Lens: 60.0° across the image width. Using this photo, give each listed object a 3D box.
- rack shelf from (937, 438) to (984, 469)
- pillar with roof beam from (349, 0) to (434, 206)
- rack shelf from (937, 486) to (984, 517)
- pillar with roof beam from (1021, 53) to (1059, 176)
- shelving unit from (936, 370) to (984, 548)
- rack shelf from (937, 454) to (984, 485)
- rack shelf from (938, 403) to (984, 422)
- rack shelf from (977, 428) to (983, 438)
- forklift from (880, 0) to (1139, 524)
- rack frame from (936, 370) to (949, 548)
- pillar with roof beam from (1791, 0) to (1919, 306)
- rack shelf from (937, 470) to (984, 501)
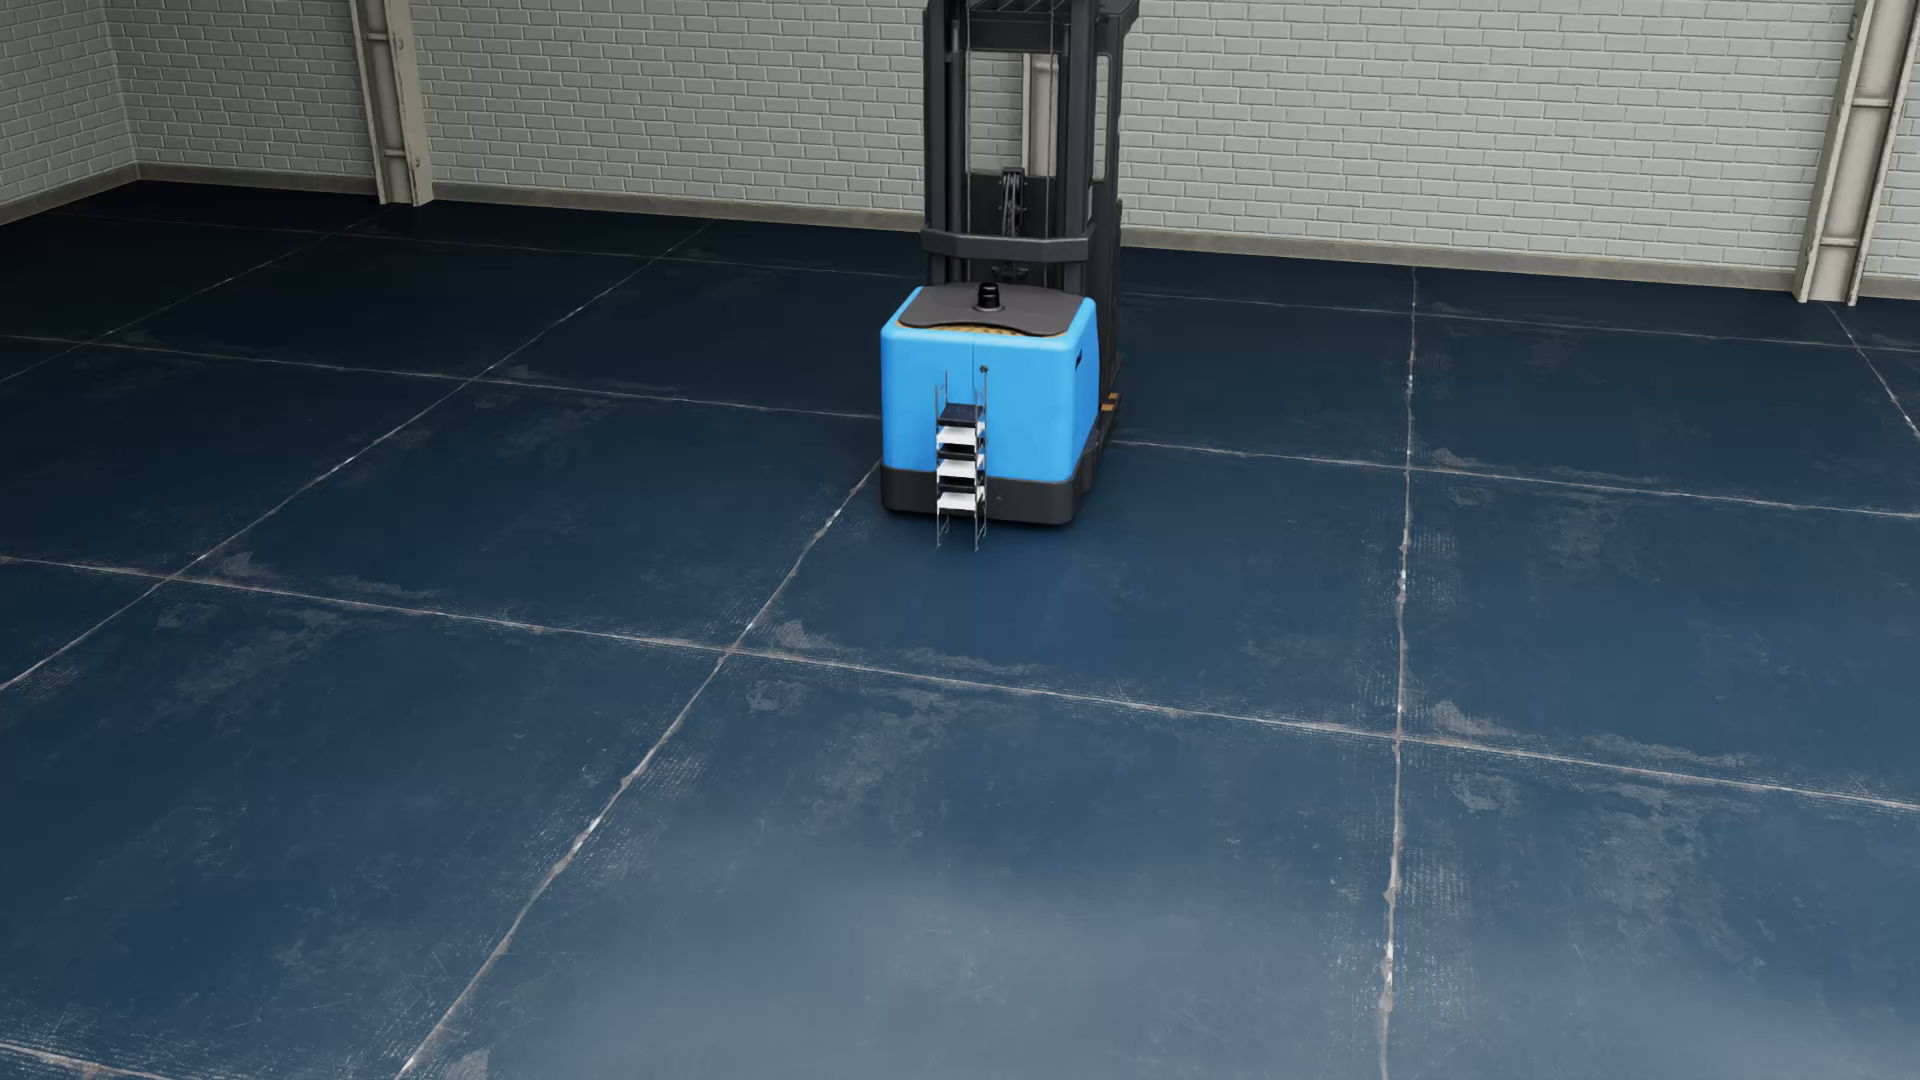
[{"bbox_3d":[0.008,-0.454,8.525,0.200,0.077,0.258,5,26,12],"label":"rack shelf"},{"bbox_3d":[-6.155,-5.390,9.603,0.400,9.000,9.100,6,26,13],"label":"pillar with roof beam"},{"bbox_3d":[0.009,-0.211,8.641,0.200,0.077,0.258,5,26,12],"label":"rack shelf"},{"bbox_3d":[-0.344,-4.748,8.253,0.400,9.000,9.100,6,26,13],"label":"pillar with roof beam"},{"bbox_3d":[0.006,-0.404,8.550,0.205,0.900,0.258,5,26,12],"label":"shelving unit"},{"bbox_3d":[0.008,-0.373,8.564,0.200,0.077,0.258,5,26,12],"label":"rack shelf"},{"bbox_3d":[0.007,-0.635,8.439,0.190,0.026,0.221,5,26,12],"label":"rack shelf"},{"bbox_3d":[0.008,-0.549,8.480,0.184,0.015,0.199,5,26,12],"label":"rack shelf"},{"bbox_3d":[0.393,-1.986,9.586,1.129,2.867,3.031,5,26,11],"label":"forklift"},{"bbox_3d":[-0.091,-0.413,8.570,0.006,0.900,0.240,5,26,12],"label":"rack frame"},{"bbox_3d":[5.467,-4.105,6.904,0.400,9.000,9.100,6,26,13],"label":"pillar with roof beam"},{"bbox_3d":[0.009,-0.292,8.602,0.200,0.077,0.258,5,26,12],"label":"rack shelf"}]
